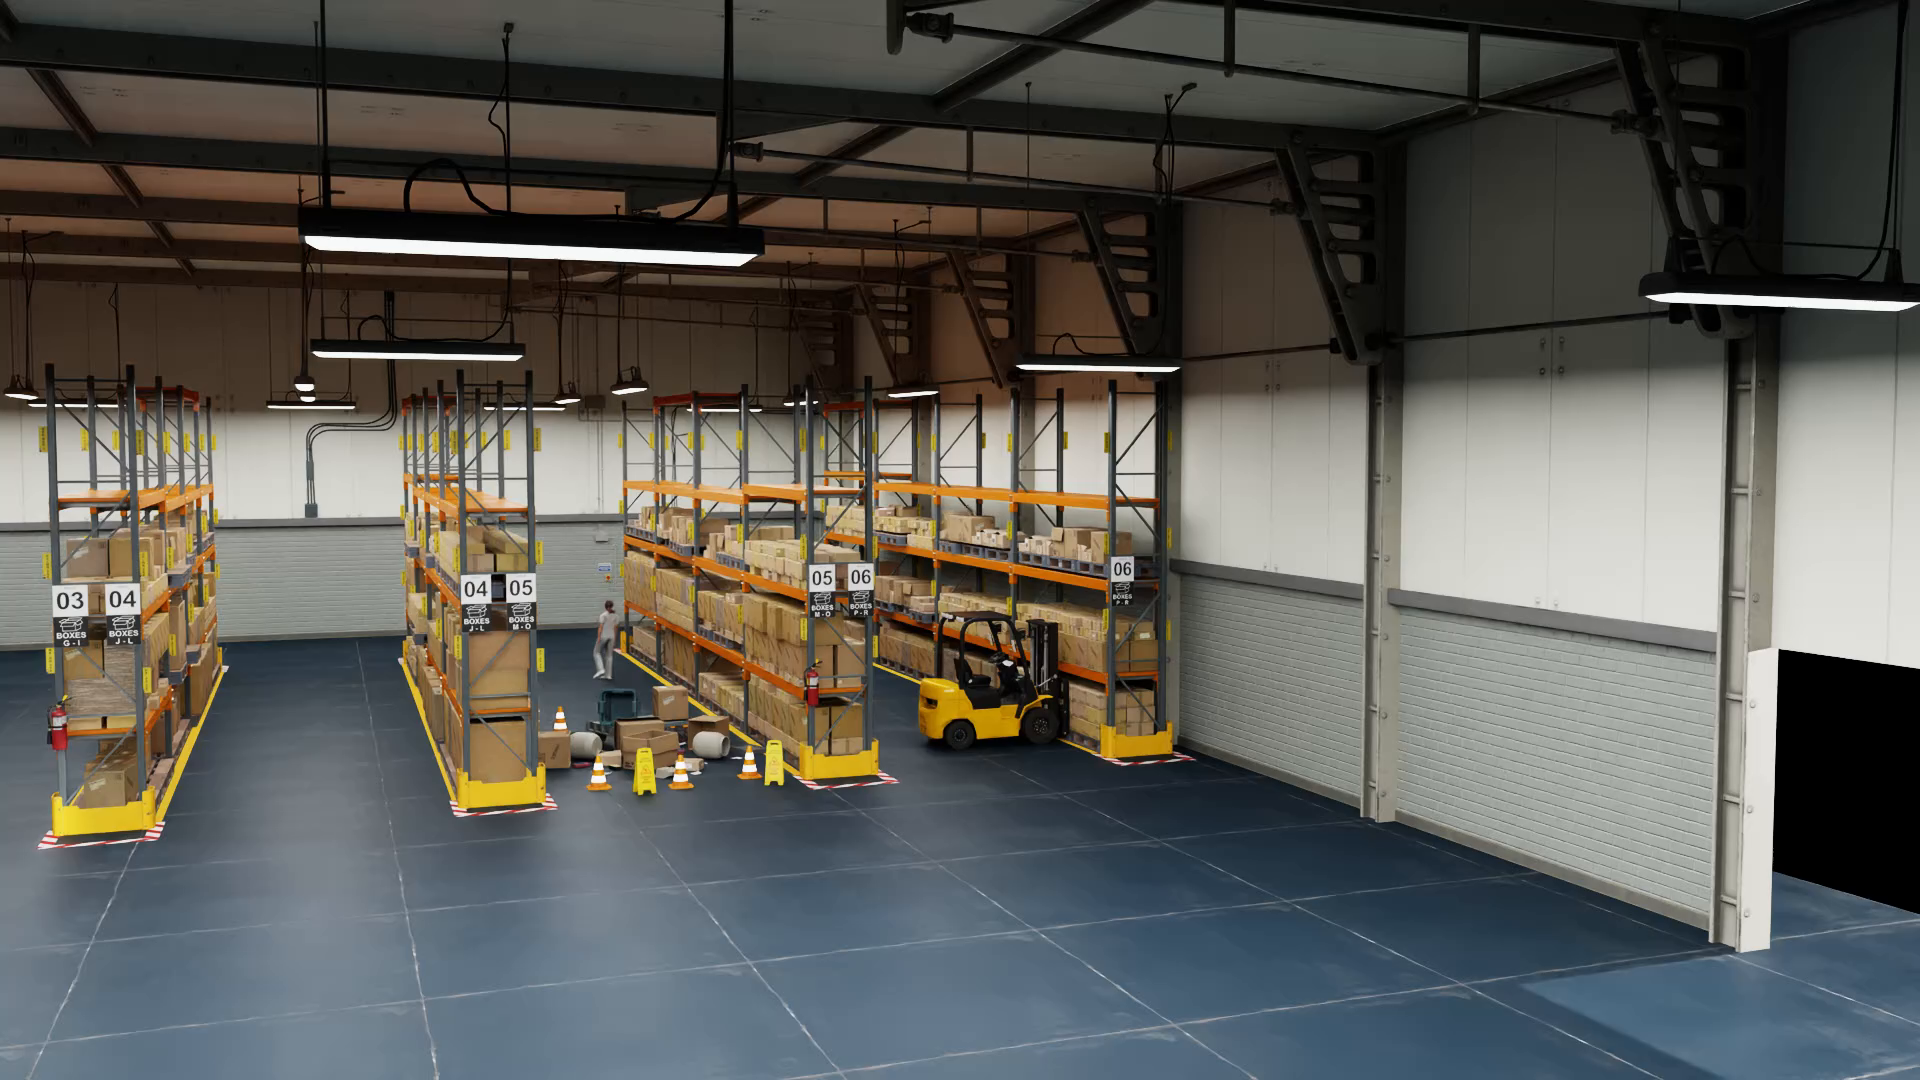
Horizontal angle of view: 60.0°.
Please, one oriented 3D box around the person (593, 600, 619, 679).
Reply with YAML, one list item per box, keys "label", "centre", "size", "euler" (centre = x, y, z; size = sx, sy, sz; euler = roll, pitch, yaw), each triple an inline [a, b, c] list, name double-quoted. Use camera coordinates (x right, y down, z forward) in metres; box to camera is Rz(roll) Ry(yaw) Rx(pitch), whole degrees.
- label: "person"
  centre: [-7.492, 2.104, 35.157]
  size: [0.575, 1.671, 0.408]
  euler: [-2, 4, -33]
